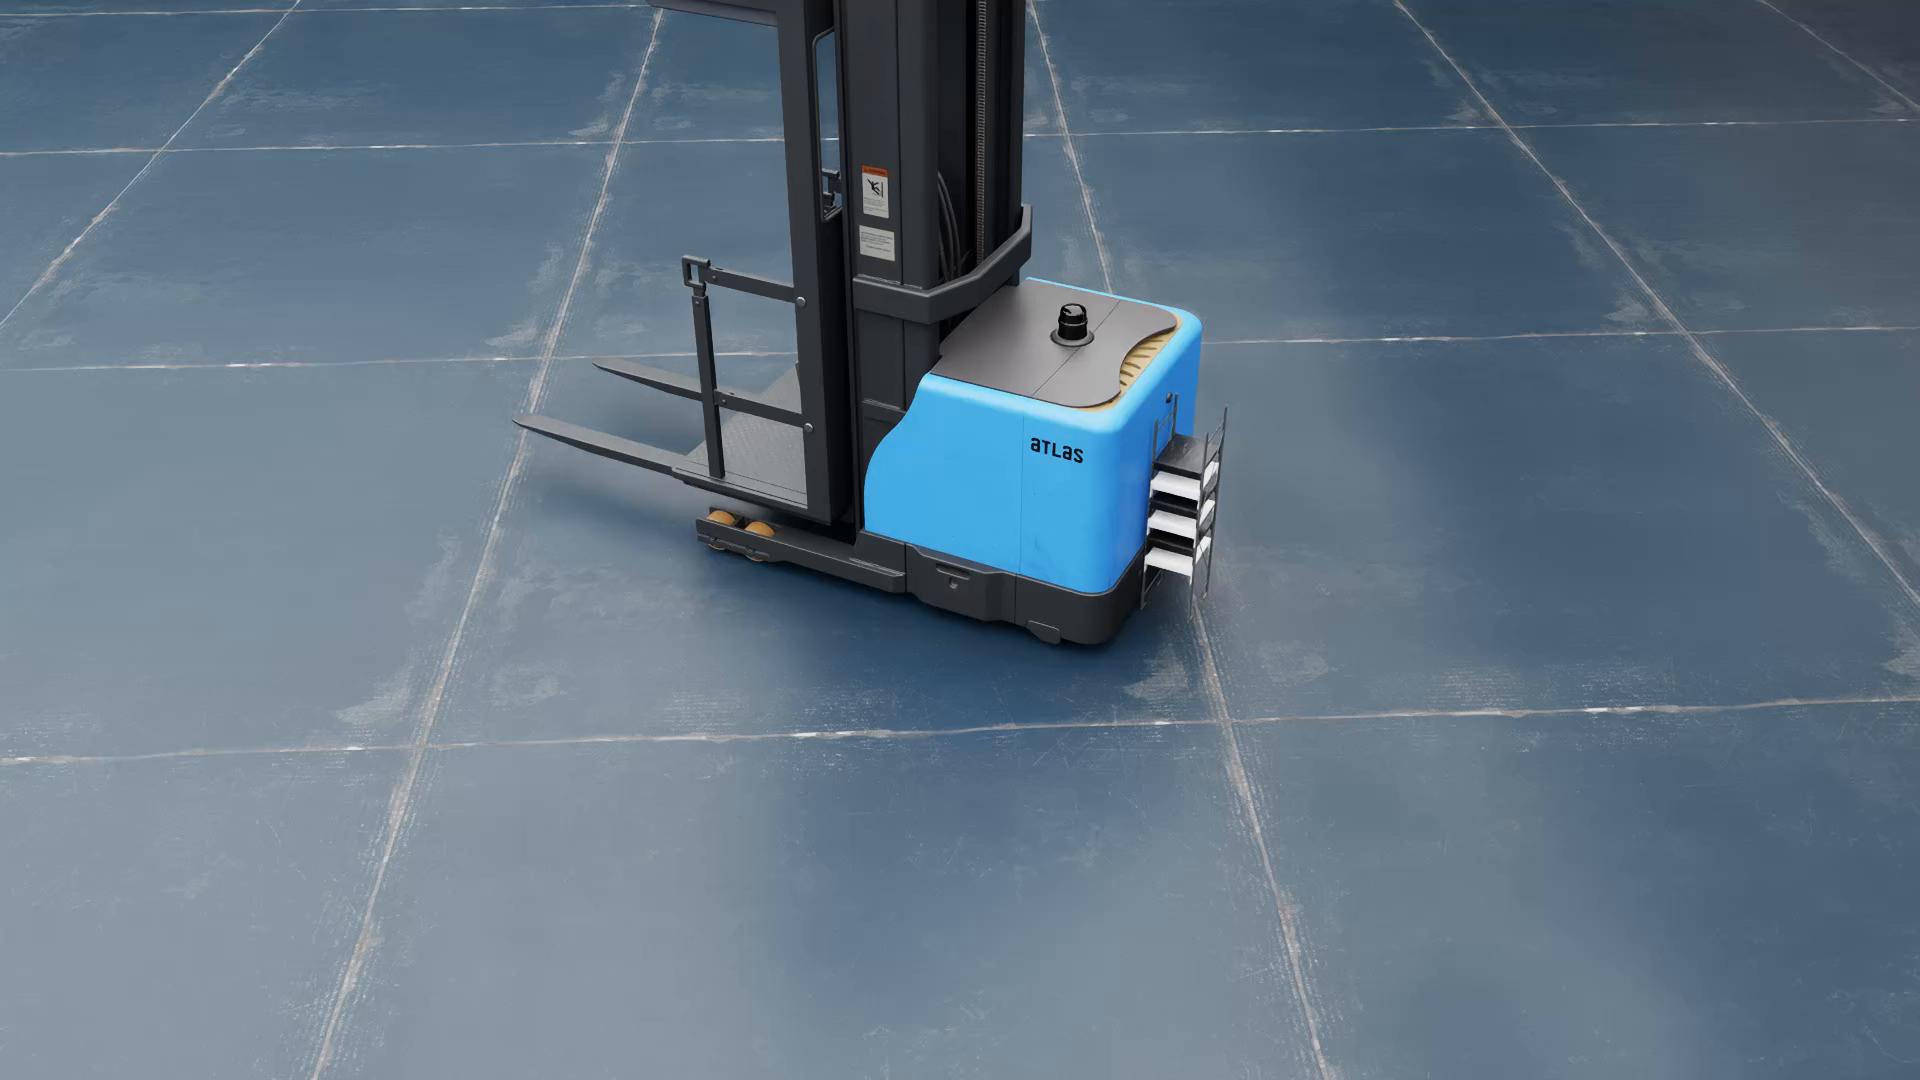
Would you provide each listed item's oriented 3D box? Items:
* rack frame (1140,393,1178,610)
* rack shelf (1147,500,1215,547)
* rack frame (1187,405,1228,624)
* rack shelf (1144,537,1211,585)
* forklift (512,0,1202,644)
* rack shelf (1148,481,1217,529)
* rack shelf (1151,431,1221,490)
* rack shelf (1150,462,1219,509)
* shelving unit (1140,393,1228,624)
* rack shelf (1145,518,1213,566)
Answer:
[{"bbox_3d":[0.797,-0.143,6.666,0.006,0.900,0.240,16,38,21],"label":"rack frame"},{"bbox_3d":[0.888,-0.090,6.647,0.200,0.077,0.258,16,38,21],"label":"rack shelf"},{"bbox_3d":[0.979,-0.091,6.591,0.006,0.900,0.240,16,38,21],"label":"rack frame"},{"bbox_3d":[0.888,0.058,6.750,0.200,0.077,0.258,16,38,21],"label":"rack shelf"},{"bbox_3d":[-0.565,-1.365,6.647,3.031,2.935,1.130,16,38,21],"label":"forklift"},{"bbox_3d":[0.888,-0.164,6.596,0.200,0.077,0.258,16,38,21],"label":"rack shelf"},{"bbox_3d":[0.888,-0.312,6.494,0.200,0.077,0.258,16,38,21],"label":"rack shelf"},{"bbox_3d":[0.888,-0.238,6.545,0.200,0.077,0.258,16,38,21],"label":"rack shelf"},{"bbox_3d":[0.888,-0.117,6.628,0.210,0.900,0.258,16,38,21],"label":"shelving unit"},{"bbox_3d":[0.888,-0.016,6.699,0.200,0.077,0.258,16,38,21],"label":"rack shelf"}]
